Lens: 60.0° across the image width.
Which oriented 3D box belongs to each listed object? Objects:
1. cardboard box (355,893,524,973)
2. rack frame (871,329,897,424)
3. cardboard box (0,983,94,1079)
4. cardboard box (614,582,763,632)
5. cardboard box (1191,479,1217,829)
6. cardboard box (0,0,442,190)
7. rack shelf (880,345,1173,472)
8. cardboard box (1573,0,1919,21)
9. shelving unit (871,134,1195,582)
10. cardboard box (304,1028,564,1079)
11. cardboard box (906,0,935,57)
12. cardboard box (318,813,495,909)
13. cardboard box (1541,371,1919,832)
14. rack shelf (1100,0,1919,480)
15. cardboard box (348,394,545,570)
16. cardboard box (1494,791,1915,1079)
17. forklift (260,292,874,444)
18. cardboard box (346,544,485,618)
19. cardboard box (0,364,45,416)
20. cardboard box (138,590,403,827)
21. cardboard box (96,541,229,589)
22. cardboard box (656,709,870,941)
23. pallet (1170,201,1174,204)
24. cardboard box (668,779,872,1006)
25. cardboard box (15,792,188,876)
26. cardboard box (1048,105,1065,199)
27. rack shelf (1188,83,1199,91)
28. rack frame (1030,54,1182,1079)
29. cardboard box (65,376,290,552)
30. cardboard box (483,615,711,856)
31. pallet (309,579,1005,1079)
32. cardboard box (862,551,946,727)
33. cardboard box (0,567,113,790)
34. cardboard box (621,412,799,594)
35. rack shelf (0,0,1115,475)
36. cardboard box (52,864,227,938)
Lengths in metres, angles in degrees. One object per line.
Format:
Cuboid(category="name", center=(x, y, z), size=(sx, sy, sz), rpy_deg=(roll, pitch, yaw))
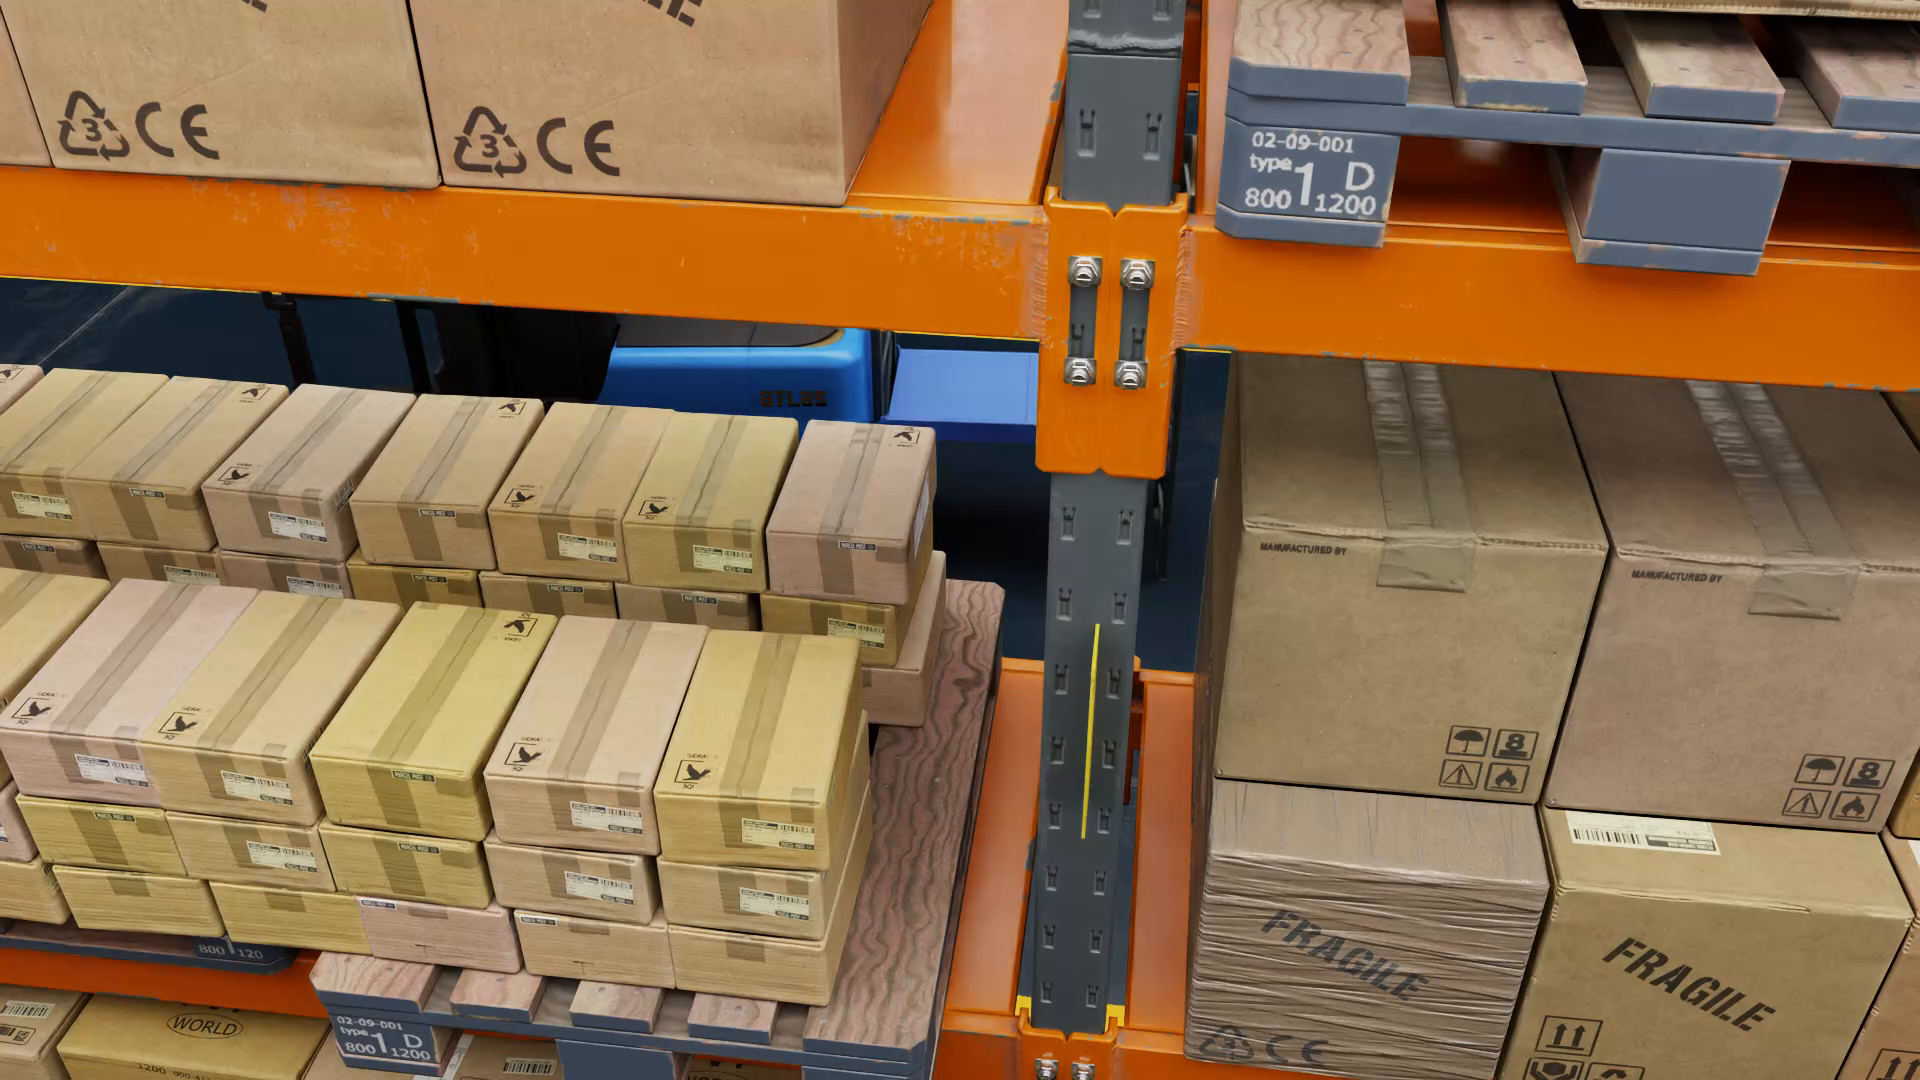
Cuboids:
Cuboid(category="cardboard box", center=(-0.805, 0.521, 2.793), size=(0.250, 0.149, 0.380), rpy_deg=(5, 36, 7))
Cuboid(category="rack frame", center=(-0.266, -0.641, 5.857), size=(0.032, 1.500, 0.500), rpy_deg=(2, 36, 3))
Cuboid(category="cardboard box", center=(-1.990, 0.930, 3.510), size=(0.500, 0.250, 0.500), rpy_deg=(6, 36, 8))
Cuboid(category="cardboard box", center=(-0.479, 0.039, 3.212), size=(0.250, 0.149, 0.380), rpy_deg=(6, 36, 8))
Cuboid(category="cardboard box", center=(0.725, 0.237, 3.250), size=(0.500, 0.500, 0.500), rpy_deg=(4, 36, 6))
Cuboid(category="cardboard box", center=(-0.852, -0.788, 2.104), size=(0.500, 0.500, 0.500), rpy_deg=(4, 36, 6))
Cuboid(category="rack shelf", center=(0.241, -0.477, 5.936), size=(1.000, 0.185, 0.538), rpy_deg=(2, 36, 3))
Cuboid(category="cardboard box", center=(0.934, -0.817, 1.859), size=(0.500, 0.311, 0.500), rpy_deg=(4, 36, 6))
Cuboid(category="shelving unit", center=(0.241, -0.623, 5.832), size=(1.048, 1.500, 0.538), rpy_deg=(2, 36, 3))
Cuboid(category="cardboard box", center=(-0.970, 1.010, 3.398), size=(0.500, 0.250, 0.500), rpy_deg=(5, 36, 7))
Cuboid(category="cardboard box", center=(-0.288, -1.058, 2.482), size=(0.500, 0.500, 0.500), rpy_deg=(4, 36, 6))
Cuboid(category="cardboard box", center=(-0.830, 0.398, 2.708), size=(0.250, 0.149, 0.380), rpy_deg=(5, 36, 7))
Cuboid(category="cardboard box", center=(1.190, 0.027, 2.683), size=(0.500, 0.500, 0.700), rpy_deg=(4, 36, 5))
Cuboid(category="rack shelf", center=(2.228, -0.381, 2.239), size=(4.000, 0.370, 1.077), rpy_deg=(4, 36, 6))
Cuboid(category="cardboard box", center=(-0.961, -0.116, 3.174), size=(0.250, 0.149, 0.380), rpy_deg=(3, 36, 4))
Cuboid(category="cardboard box", center=(1.160, 0.583, 2.765), size=(0.500, 0.500, 0.500), rpy_deg=(4, 36, 6))
Cuboid(category="forklift", center=(-1.813, -1.192, 5.397), size=(3.031, 2.935, 1.130), rpy_deg=(0, 36, 0))
Cuboid(category="cardboard box", center=(-0.994, 0.003, 3.263), size=(0.250, 0.149, 0.380), rpy_deg=(4, 36, 6))
Cuboid(category="cardboard box", center=(-2.007, -0.194, 3.282), size=(0.250, 0.149, 0.380), rpy_deg=(3, 36, 4))
Cuboid(category="cardboard box", center=(-1.074, 0.259, 2.647), size=(0.250, 0.149, 0.380), rpy_deg=(5, 36, 7))
Cuboid(category="cardboard box", center=(-1.487, -0.036, 3.318), size=(0.250, 0.149, 0.380), rpy_deg=(4, 36, 6))
Cuboid(category="cardboard box", center=(-0.303, 0.435, 2.657), size=(0.250, 0.149, 0.380), rpy_deg=(5, 36, 7))
Cuboid(category="pallet", center=(1.550, -1.267, 7.843), size=(1.213, 0.211, 1.003), rpy_deg=(4, 36, 6))
Cuboid(category="cardboard box", center=(-0.303, 0.559, 2.740), size=(0.250, 0.149, 0.380), rpy_deg=(5, 36, 7))
Cuboid(category="cardboard box", center=(-1.324, 0.360, 2.762), size=(0.250, 0.149, 0.380), rpy_deg=(4, 36, 6))
Cuboid(category="cardboard box", center=(0.100, -1.866, 7.749), size=(0.875, 0.875, 0.875), rpy_deg=(4, 36, 6))
Cuboid(category="rack shelf", center=(2.758, -2.020, 7.117), size=(4.000, 0.370, 1.077), rpy_deg=(4, 36, 6))
Cuboid(category="rack frame", center=(0.245, 0.399, 3.109), size=(0.127, 3.000, 1.000), rpy_deg=(4, 36, 6))
Cuboid(category="cardboard box", center=(-1.493, -0.154, 3.226), size=(0.250, 0.149, 0.380), rpy_deg=(5, 36, 7))
Cuboid(category="cardboard box", center=(-0.549, 0.296, 2.595), size=(0.250, 0.149, 0.380), rpy_deg=(4, 36, 5))
Cuboid(category="pallet", center=(-0.476, 0.486, 3.152), size=(1.003, 0.211, 1.213), rpy_deg=(4, 36, 6))
Cuboid(category="cardboard box", center=(-0.174, 0.181, 3.269), size=(0.250, 0.149, 0.380), rpy_deg=(4, 36, 5))
Cuboid(category="cardboard box", center=(-1.582, 0.219, 2.703), size=(0.250, 0.149, 0.380), rpy_deg=(6, 36, 8))
Cuboid(category="cardboard box", center=(-0.456, -0.076, 3.117), size=(0.250, 0.149, 0.380), rpy_deg=(3, 36, 5))
Cuboid(category="rack shelf", center=(-1.739, -0.677, 2.654), size=(4.000, 0.370, 1.077), rpy_deg=(4, 36, 6))
Cuboid(category="cardboard box", center=(-1.318, 0.481, 2.849), size=(0.250, 0.149, 0.380), rpy_deg=(3, 36, 4))
